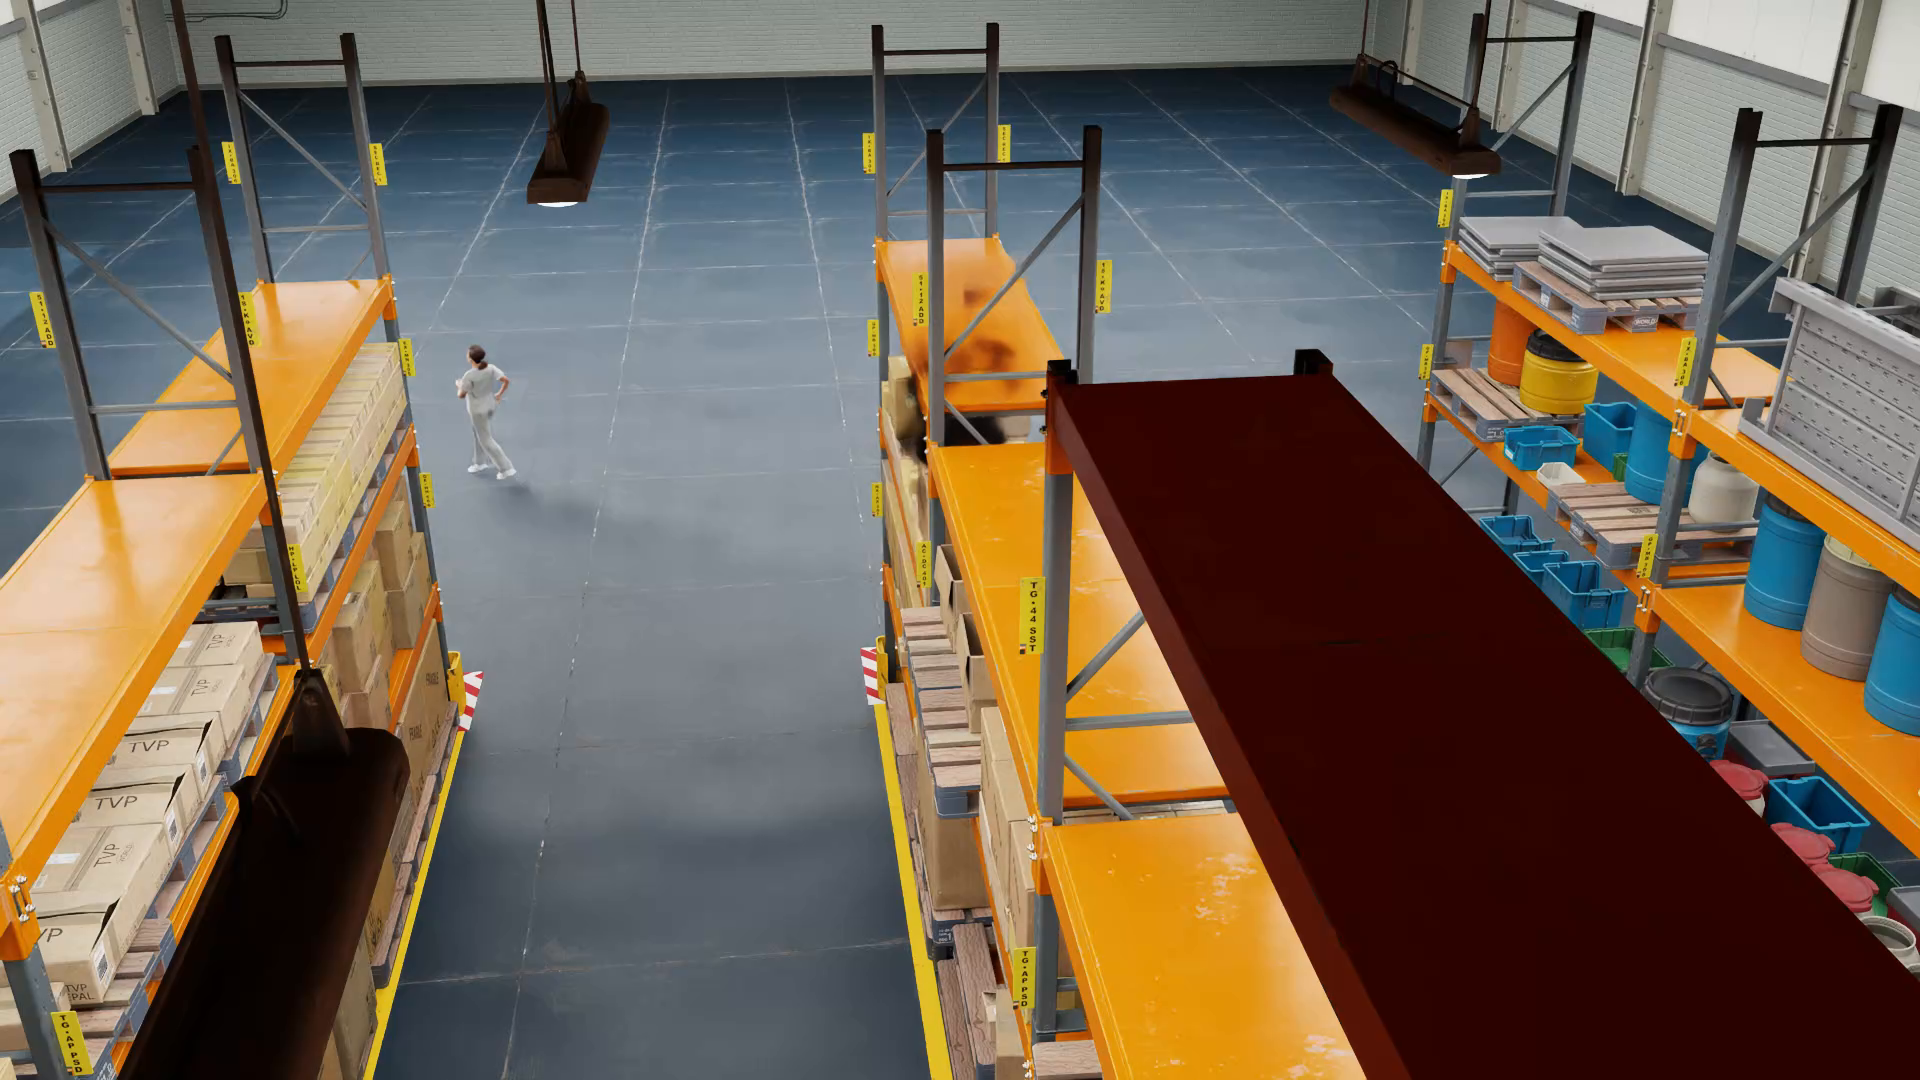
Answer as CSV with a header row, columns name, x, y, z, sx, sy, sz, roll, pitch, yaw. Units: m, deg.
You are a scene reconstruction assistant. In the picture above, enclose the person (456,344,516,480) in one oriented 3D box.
name,x,y,z,sx,sy,sz,roll,pitch,yaw
person,-5.636,-1.501,19.675,0.879,1.701,0.546,13,28,25
